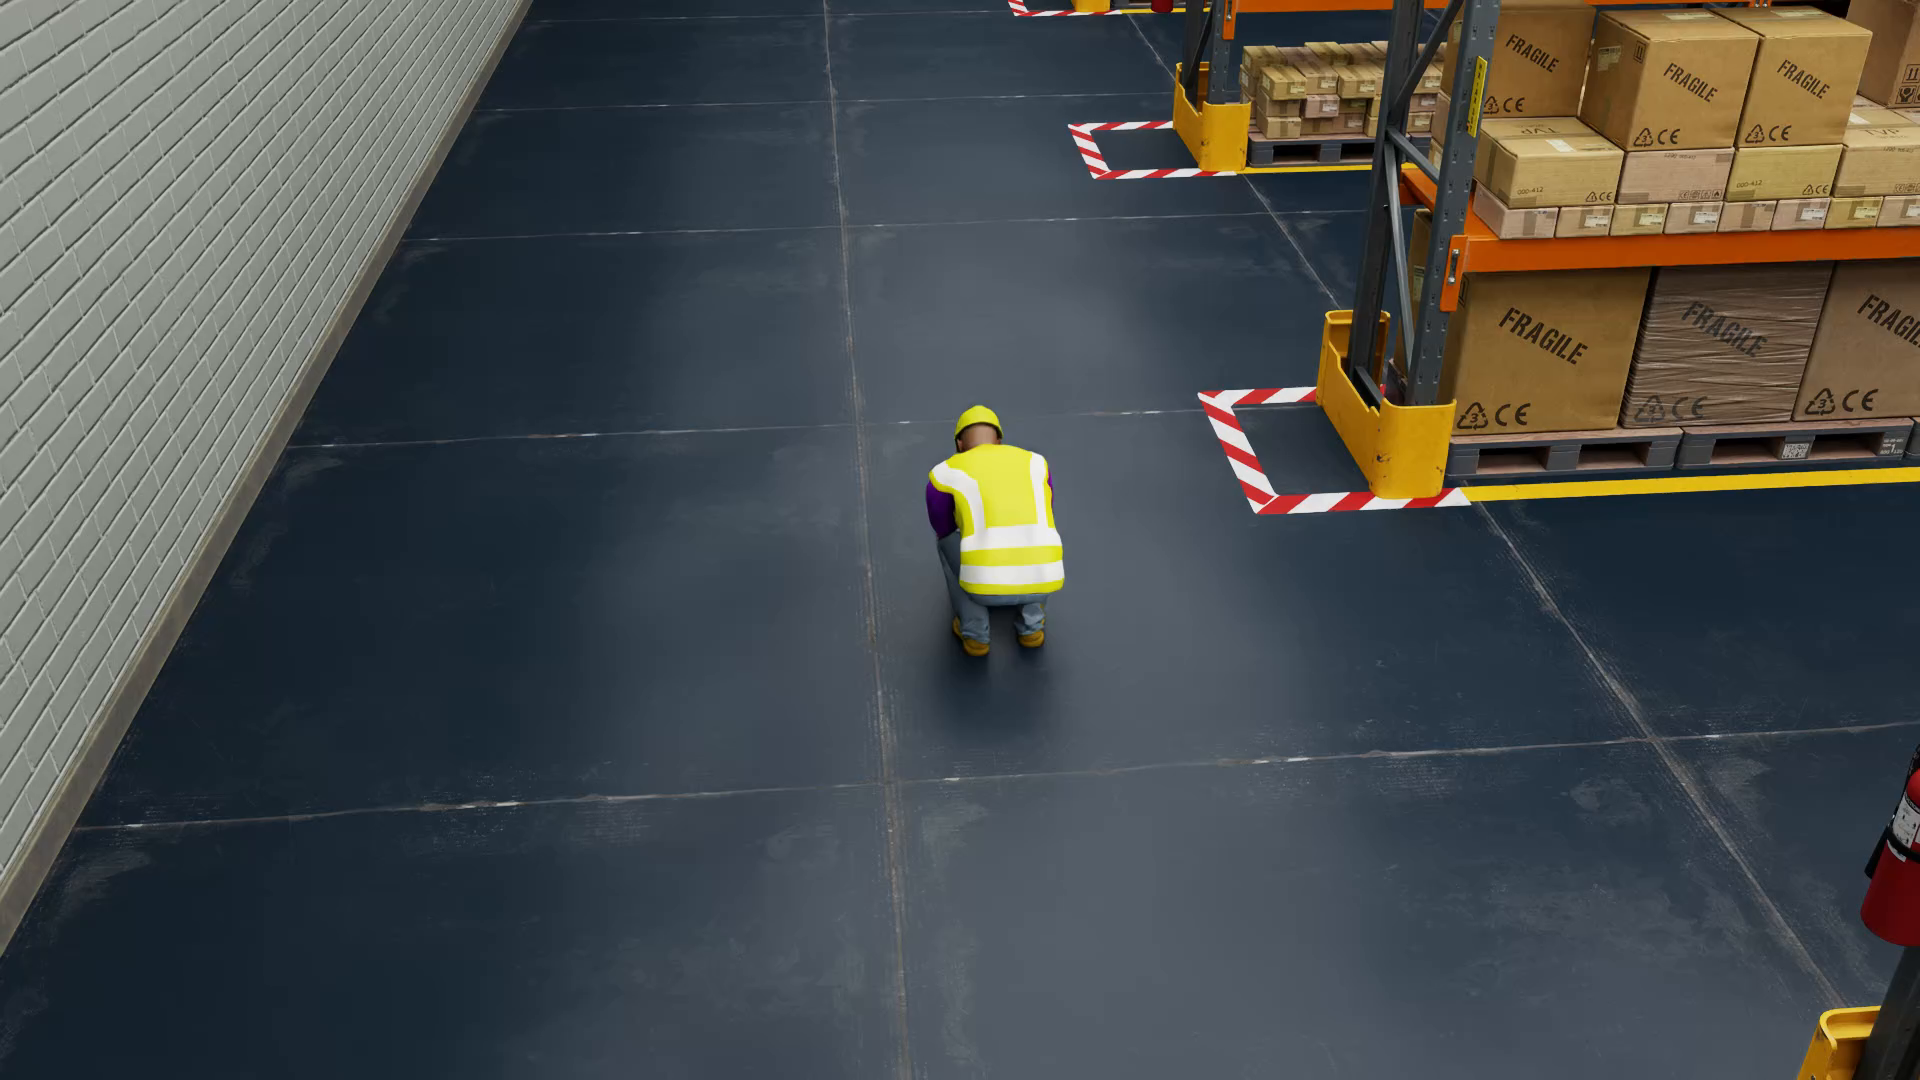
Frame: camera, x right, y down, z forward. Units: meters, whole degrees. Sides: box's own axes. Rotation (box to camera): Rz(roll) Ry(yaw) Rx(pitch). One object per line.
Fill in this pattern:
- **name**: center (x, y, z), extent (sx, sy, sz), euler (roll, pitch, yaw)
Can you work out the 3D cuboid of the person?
- **person**: center (0.138, -0.010, 7.045), extent (0.549, 0.895, 0.900), euler (-3, 31, -4)
